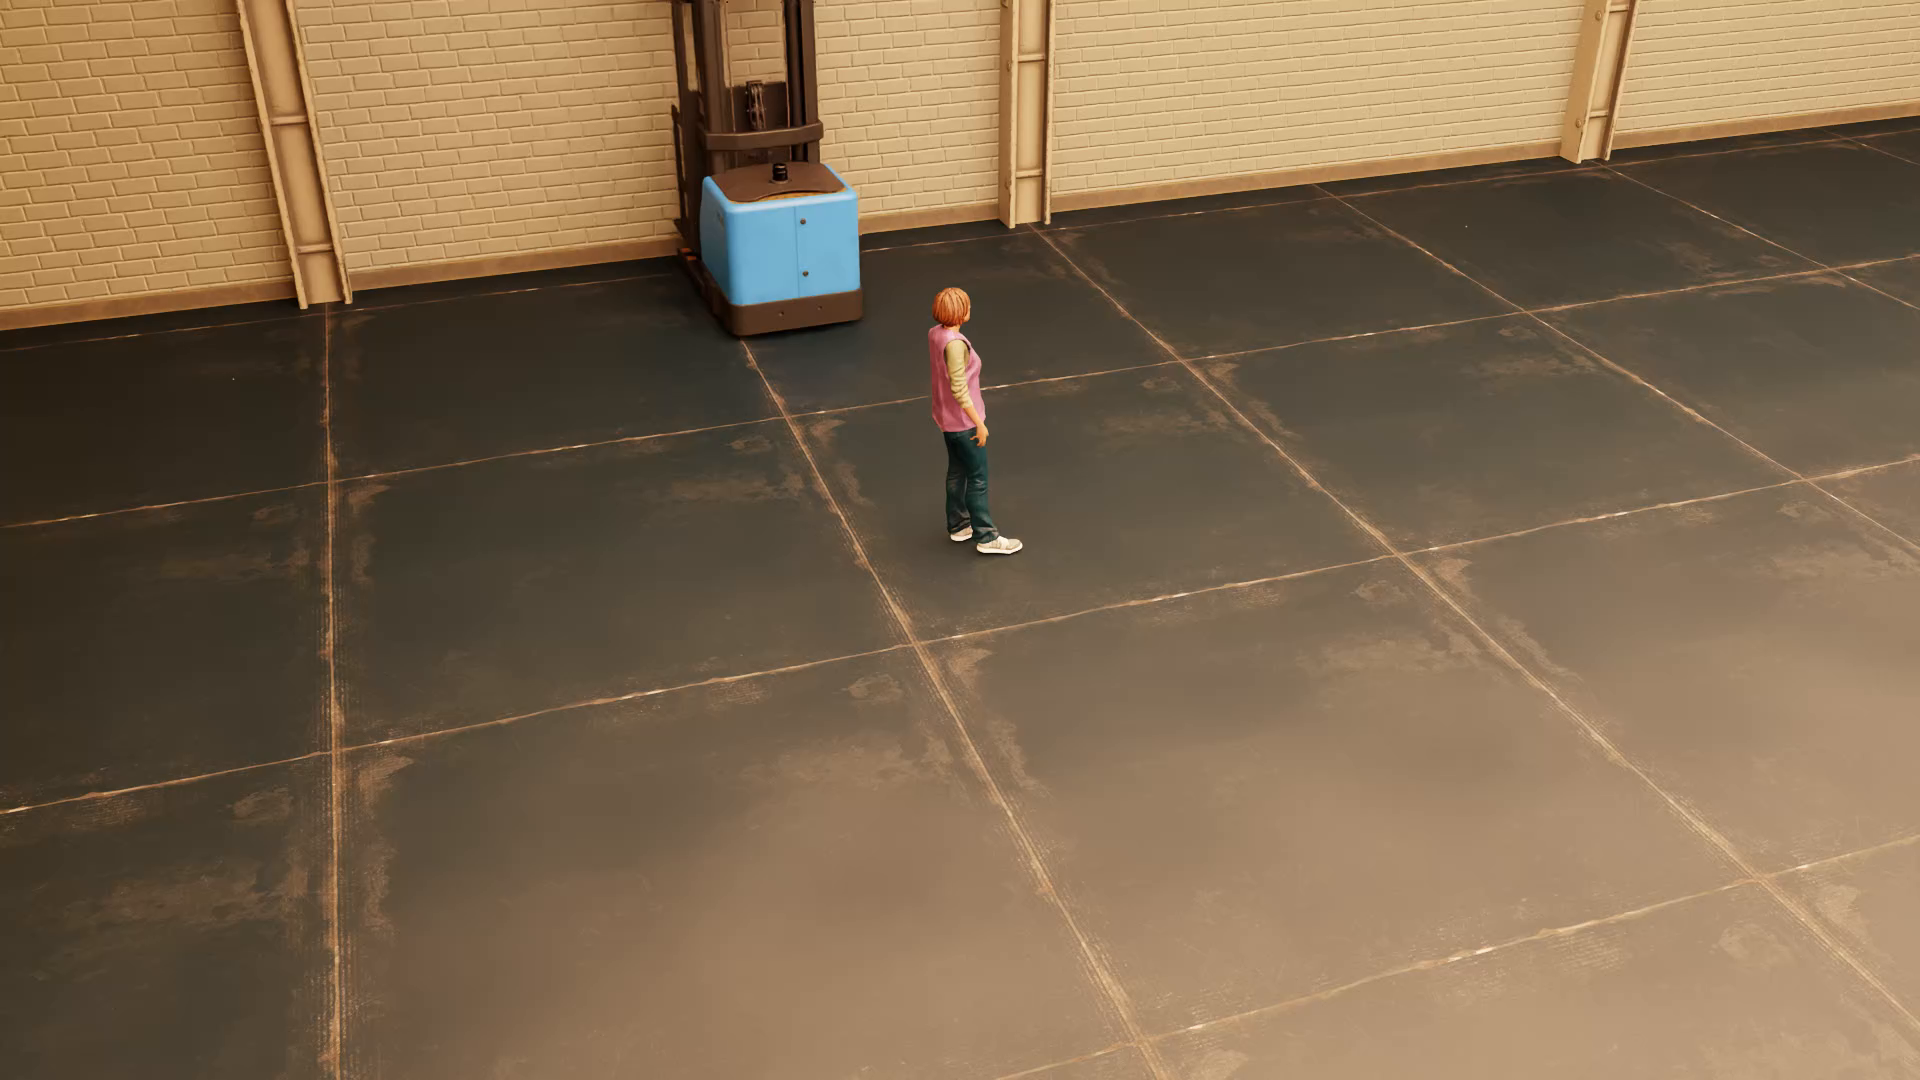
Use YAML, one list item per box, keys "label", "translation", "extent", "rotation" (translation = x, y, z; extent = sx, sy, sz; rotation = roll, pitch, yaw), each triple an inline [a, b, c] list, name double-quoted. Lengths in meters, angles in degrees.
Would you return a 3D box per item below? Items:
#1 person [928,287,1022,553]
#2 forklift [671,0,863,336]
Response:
- label: "person"
  translation: [0.075, -0.704, 9.633]
  extent: [0.473, 1.599, 0.520]
  rotation: [-10, 31, -16]
- label: "forklift"
  translation: [-1.740, -3.536, 13.233]
  extent: [1.130, 2.935, 3.031]
  rotation: [-10, 32, -18]
